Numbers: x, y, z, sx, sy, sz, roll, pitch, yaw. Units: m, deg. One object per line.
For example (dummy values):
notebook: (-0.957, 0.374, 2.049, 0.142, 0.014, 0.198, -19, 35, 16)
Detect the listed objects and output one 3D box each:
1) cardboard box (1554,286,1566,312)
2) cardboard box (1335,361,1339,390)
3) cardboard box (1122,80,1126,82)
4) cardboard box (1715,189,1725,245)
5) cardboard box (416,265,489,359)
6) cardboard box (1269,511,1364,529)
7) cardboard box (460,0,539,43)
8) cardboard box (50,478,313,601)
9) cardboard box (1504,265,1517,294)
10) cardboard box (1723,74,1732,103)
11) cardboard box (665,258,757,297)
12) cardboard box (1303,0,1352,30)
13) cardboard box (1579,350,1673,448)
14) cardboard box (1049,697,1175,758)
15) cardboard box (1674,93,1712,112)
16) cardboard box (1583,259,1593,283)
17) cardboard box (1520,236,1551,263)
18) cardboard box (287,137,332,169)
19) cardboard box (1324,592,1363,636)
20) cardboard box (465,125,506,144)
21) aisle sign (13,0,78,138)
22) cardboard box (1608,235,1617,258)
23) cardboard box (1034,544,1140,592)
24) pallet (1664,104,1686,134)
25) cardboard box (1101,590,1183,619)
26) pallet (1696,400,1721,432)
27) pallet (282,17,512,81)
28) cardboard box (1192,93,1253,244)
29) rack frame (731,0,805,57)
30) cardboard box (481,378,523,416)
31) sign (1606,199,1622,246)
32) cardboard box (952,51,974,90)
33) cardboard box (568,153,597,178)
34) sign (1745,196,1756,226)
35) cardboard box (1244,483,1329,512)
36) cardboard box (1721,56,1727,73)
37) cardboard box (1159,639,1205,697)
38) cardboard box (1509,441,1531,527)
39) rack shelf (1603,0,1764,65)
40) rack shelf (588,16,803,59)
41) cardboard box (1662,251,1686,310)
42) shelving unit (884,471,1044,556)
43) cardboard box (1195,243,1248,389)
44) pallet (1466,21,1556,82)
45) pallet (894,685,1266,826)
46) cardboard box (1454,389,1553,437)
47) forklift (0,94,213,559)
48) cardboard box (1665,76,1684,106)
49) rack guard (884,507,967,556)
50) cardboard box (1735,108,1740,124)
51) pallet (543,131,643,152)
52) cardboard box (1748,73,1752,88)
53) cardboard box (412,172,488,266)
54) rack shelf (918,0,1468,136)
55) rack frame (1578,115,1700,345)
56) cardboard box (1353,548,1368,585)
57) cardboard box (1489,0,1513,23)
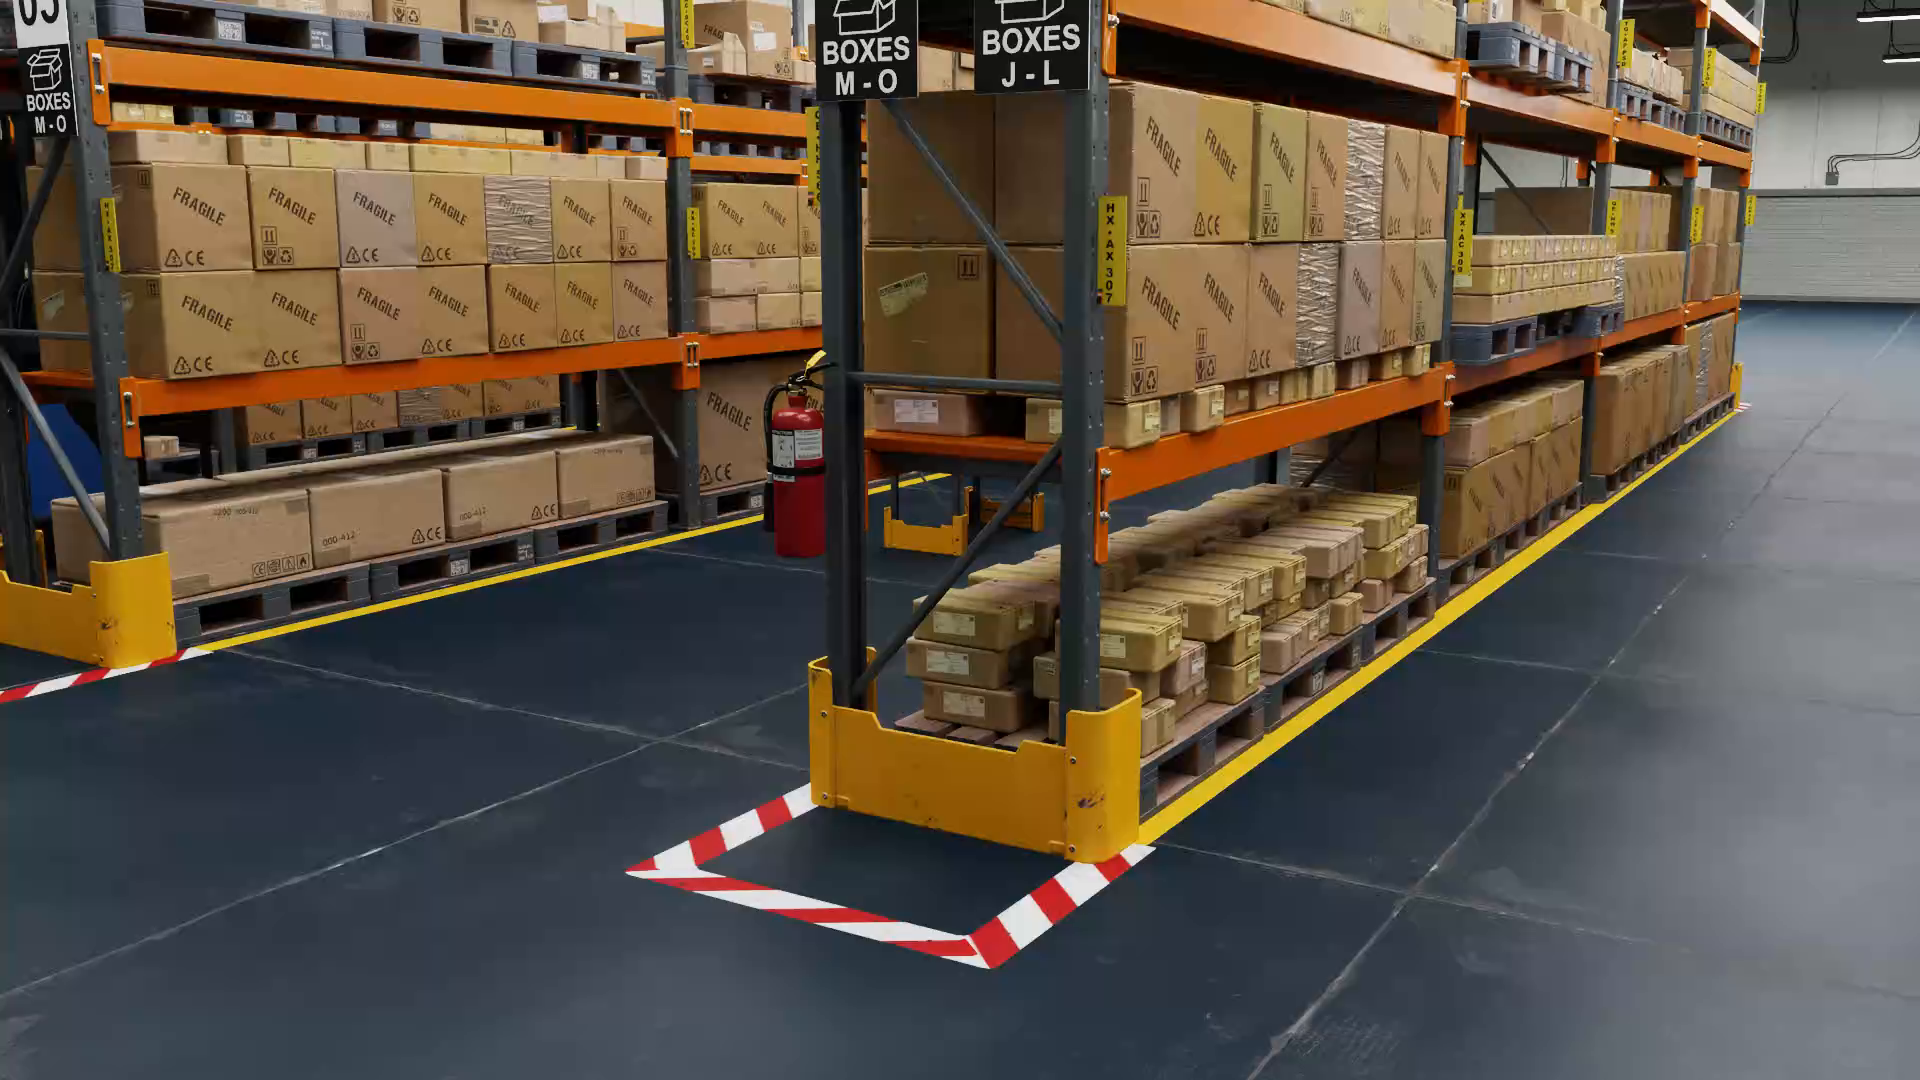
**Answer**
cardboard box: (3.475, -1.478, 10.155, 0.380, 0.149, 0.250, 6, 12, 28)
cardboard box: (1.444, -0.735, 7.328, 0.380, 0.149, 0.250, 6, 12, 30)
cardboard box: (1.749, -4.597, 17.027, 0.500, 0.250, 0.500, 7, 13, 32)
cardboard box: (7.297, -3.303, 17.018, 0.875, 0.550, 0.500, 6, 12, 31)
cardboard box: (-3.030, -1.298, 9.379, 0.500, 0.500, 0.500, 7, 13, 33)
cardboard box: (1.685, -0.032, 7.876, 0.380, 0.149, 0.250, 7, 13, 33)
cardboard box: (-2.885, -3.155, 9.723, 0.797, 0.503, 0.637, 8, 13, 35)
cardboard box: (-4.032, -0.020, 8.648, 0.875, 0.438, 0.875, 6, 12, 29)
cardboard box: (2.801, -1.420, 9.036, 0.380, 0.149, 0.250, 6, 12, 30)
cardboard box: (7.239, -4.402, 16.264, 0.500, 0.250, 0.500, 6, 12, 30)
cardboard box: (-1.743, -1.803, 11.399, 0.500, 0.250, 0.500, 6, 12, 29)
cardboard box: (1.256, -2.195, 6.696, 0.500, 0.250, 0.500, 6, 12, 30)
cardboard box: (5.475, -1.233, 14.278, 1.050, 0.750, 0.750, 6, 12, 31)
cardboard box: (0.540, 0.640, 5.905, 0.380, 0.149, 0.250, 7, 13, 32)
cardboard box: (6.704, -4.022, 15.316, 0.380, 0.149, 0.250, 6, 12, 30)
cardboard box: (3.878, -1.746, 10.777, 0.380, 0.149, 0.250, 6, 12, 31)
cardboard box: (3.207, -1.689, 9.666, 0.380, 0.149, 0.250, 6, 12, 30)
cardboard box: (-3.439, -1.970, 8.488, 0.380, 0.149, 0.250, 6, 12, 29)
cardboard box: (1.621, 0.320, 7.615, 0.380, 0.149, 0.250, 6, 12, 31)
cardboard box: (-4.699, -3.909, 15.856, 0.500, 0.250, 0.500, 6, 12, 31)
aisle sign: (-4.079, -2.199, 7.398, 0.394, 0.787, 0.004, 6, 12, 31)
cardboard box: (4.285, -2.016, 11.409, 0.380, 0.149, 0.250, 6, 12, 28)
cardboard box: (0.538, 0.123, 7.051, 0.380, 0.149, 0.250, 7, 13, 33)
pallet: (5.790, -3.622, 14.431, 0.805, 0.209, 1.217, 6, 12, 28)
cardboard box: (0.597, 0.295, 6.133, 0.380, 0.149, 0.250, 7, 12, 32)
pallet: (7.318, -1.324, 17.369, 1.003, 0.211, 1.213, 6, 12, 31)
pallet: (-3.280, -2.701, 9.235, 1.003, 0.211, 1.213, 6, 12, 31)
cardboard box: (0.710, -1.315, 5.944, 0.500, 0.500, 0.500, 7, 13, 32)
rack frame: (-2.303, -6.270, 19.904, 1.000, 3.000, 0.127, 6, 12, 31)
cardboard box: (-4.685, -1.505, 16.407, 0.500, 0.500, 0.500, 6, 12, 30)
sign: (4.616, -2.241, 11.756, 0.100, 0.325, 0.005, 6, 12, 31)
cardboard box: (-0.203, -3.876, 13.848, 0.797, 0.503, 0.637, 6, 12, 27)
cardboard box: (-2.468, -2.300, 10.253, 0.380, 0.149, 0.250, 6, 12, 31)
sign: (8.757, -3.651, 18.428, 0.100, 0.325, 0.005, 6, 12, 31)
cardboard box: (1.715, -0.195, 8.750, 0.380, 0.149, 0.250, 7, 13, 33)
cardboard box: (7.098, -4.533, 15.884, 0.380, 0.149, 0.250, 6, 12, 30)
cardboard box: (0.676, 0.450, 6.111, 0.380, 0.149, 0.250, 6, 12, 30)
cardboard box: (3.215, -0.368, 10.333, 0.500, 0.500, 0.500, 7, 12, 32)
rack shelf: (7.262, -5.103, 16.716, 1.077, 0.370, 4.000, 6, 12, 31)
rack shelf: (-3.342, -5.405, 18.327, 1.077, 0.370, 4.000, 6, 12, 31)
cardboard box: (6.182, -2.332, 14.901, 0.500, 0.500, 0.500, 6, 12, 30)
shelving unit: (0.040, -0.749, 10.795, 0.587, 1.500, 1.083, 6, 12, 31)
cardboard box: (0.719, -0.829, 6.066, 0.500, 0.500, 0.500, 6, 12, 31)
pallet: (2.482, -2.601, 8.970, 1.213, 0.211, 1.003, 6, 12, 31)
pallet: (0.485, 0.731, 6.389, 1.003, 0.211, 1.213, 6, 12, 31)
cardboard box: (3.486, -0.816, 10.690, 0.500, 0.250, 0.500, 7, 13, 32)
forklift: (-5.482, -1.457, 10.687, 1.130, 2.935, 3.031, 6, 12, 28)
cardboard box: (5.994, -3.920, 14.500, 0.500, 0.250, 0.500, 7, 12, 31)
rack guard: (-0.219, -0.057, 10.491, 0.587, 0.250, 0.087, 6, 12, 31)
cardboard box: (7.758, -4.341, 17.025, 0.380, 0.149, 0.250, 6, 12, 31)
pallet: (-4.104, -4.189, 17.453, 1.213, 0.211, 1.003, 7, 13, 33)
cardboard box: (8.152, -4.853, 17.591, 0.380, 0.149, 0.250, 7, 12, 32)
cardboard box: (-3.015, -1.791, 9.296, 0.500, 0.500, 0.500, 6, 12, 31)
rack shelf: (1.032, -1.938, 6.874, 1.077, 0.370, 4.000, 6, 12, 31)
rack frame: (6.224, -2.390, 15.485, 1.000, 3.000, 0.127, 6, 12, 31)
cardboard box: (1.711, 0.114, 7.906, 0.380, 0.149, 0.250, 7, 12, 31)
cardboard box: (2.707, -2.887, 9.090, 0.500, 0.311, 0.500, 6, 12, 30)
